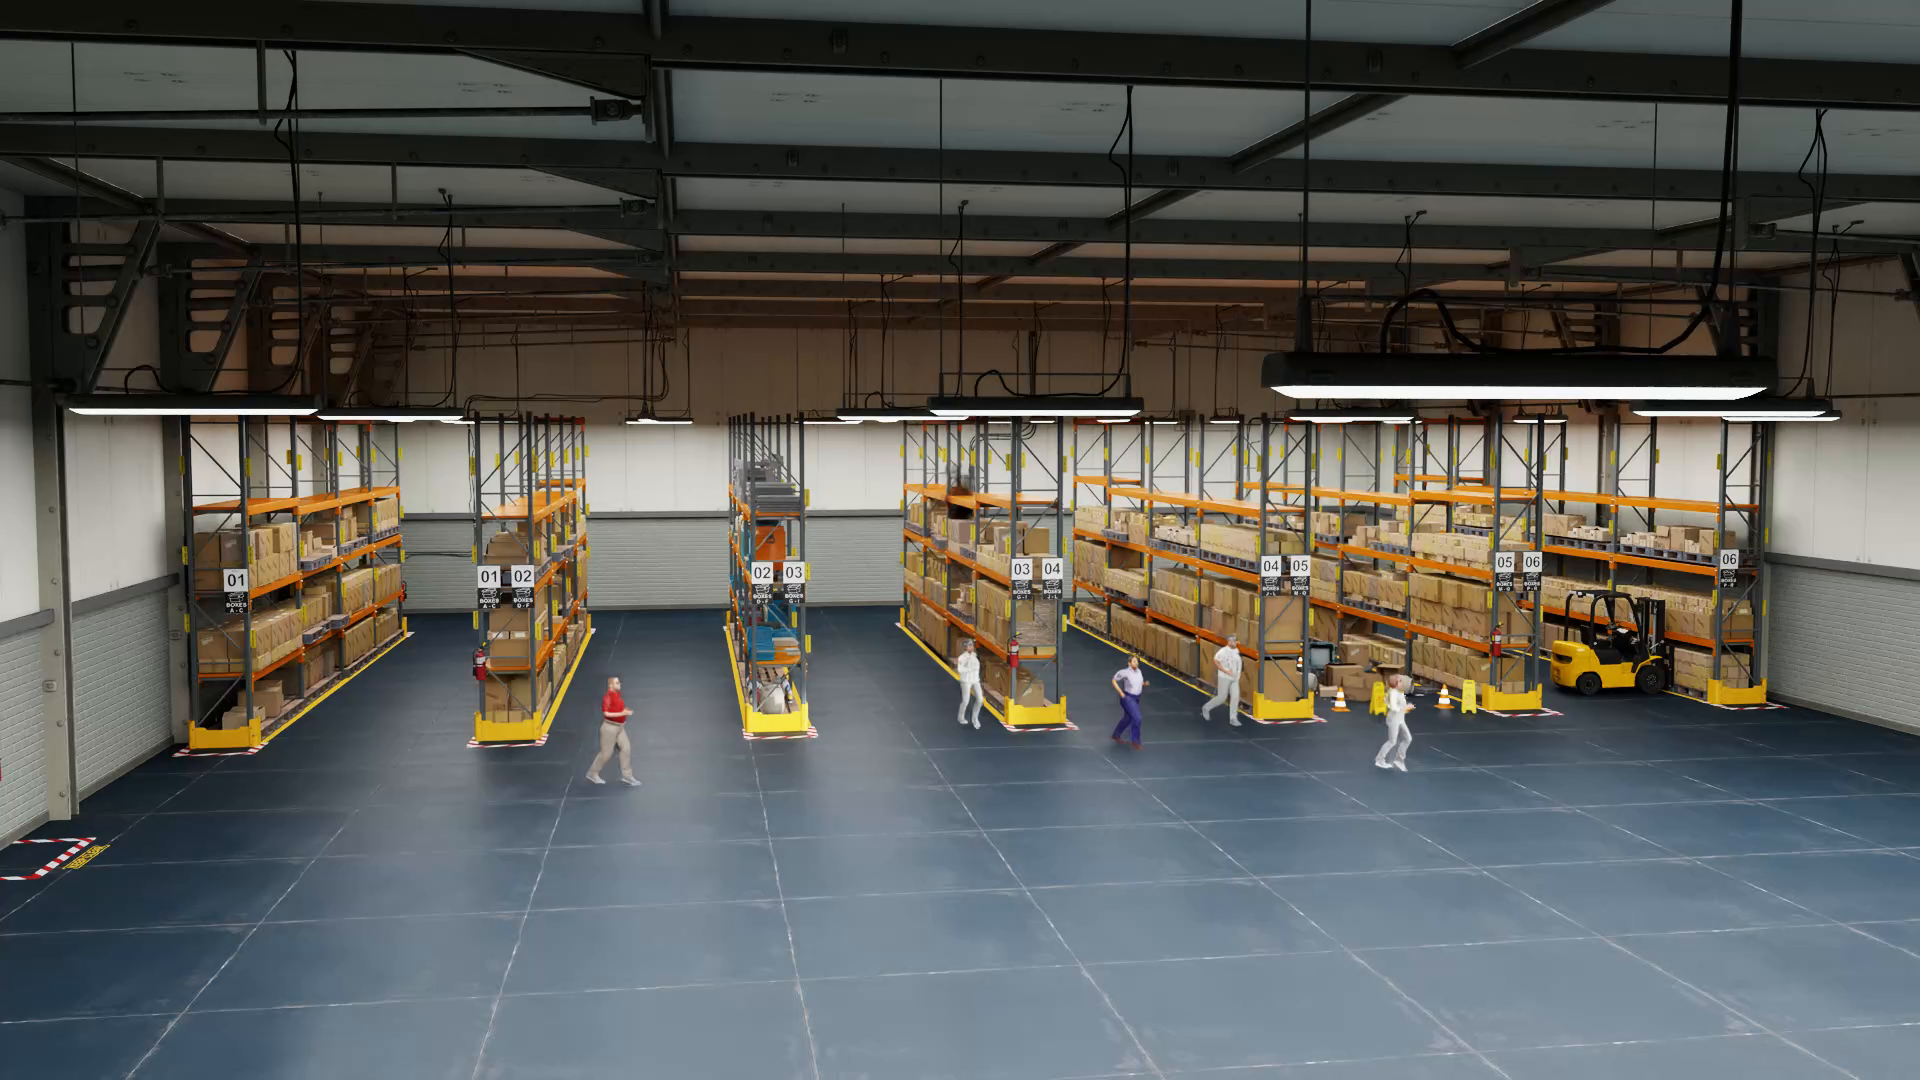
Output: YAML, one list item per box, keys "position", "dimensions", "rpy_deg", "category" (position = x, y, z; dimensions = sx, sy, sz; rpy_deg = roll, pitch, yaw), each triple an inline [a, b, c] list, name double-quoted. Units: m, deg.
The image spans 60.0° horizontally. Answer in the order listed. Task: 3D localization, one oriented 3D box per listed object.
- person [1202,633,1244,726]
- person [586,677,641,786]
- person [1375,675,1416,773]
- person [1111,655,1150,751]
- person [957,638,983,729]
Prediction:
- position: [5.206, 2.666, 32.078]
  dimensions: [0.726, 1.741, 0.943]
  rpy_deg: [-3, 5, -36]
  category: "person"
- position: [-5.509, 3.042, 26.422]
  dimensions: [0.871, 1.749, 0.660]
  rpy_deg: [1, 4, 9]
  category: "person"
- position: [7.227, 3.050, 27.568]
  dimensions: [0.660, 1.635, 0.514]
  rpy_deg: [2, 4, 28]
  category: "person"
- position: [3.036, 2.912, 29.668]
  dimensions: [0.749, 1.692, 0.576]
  rpy_deg: [3, 5, 37]
  category: "person"
- position: [0.204, 2.729, 31.652]
  dimensions: [0.595, 1.739, 0.667]
  rpy_deg: [-3, 5, -34]
  category: "person"
